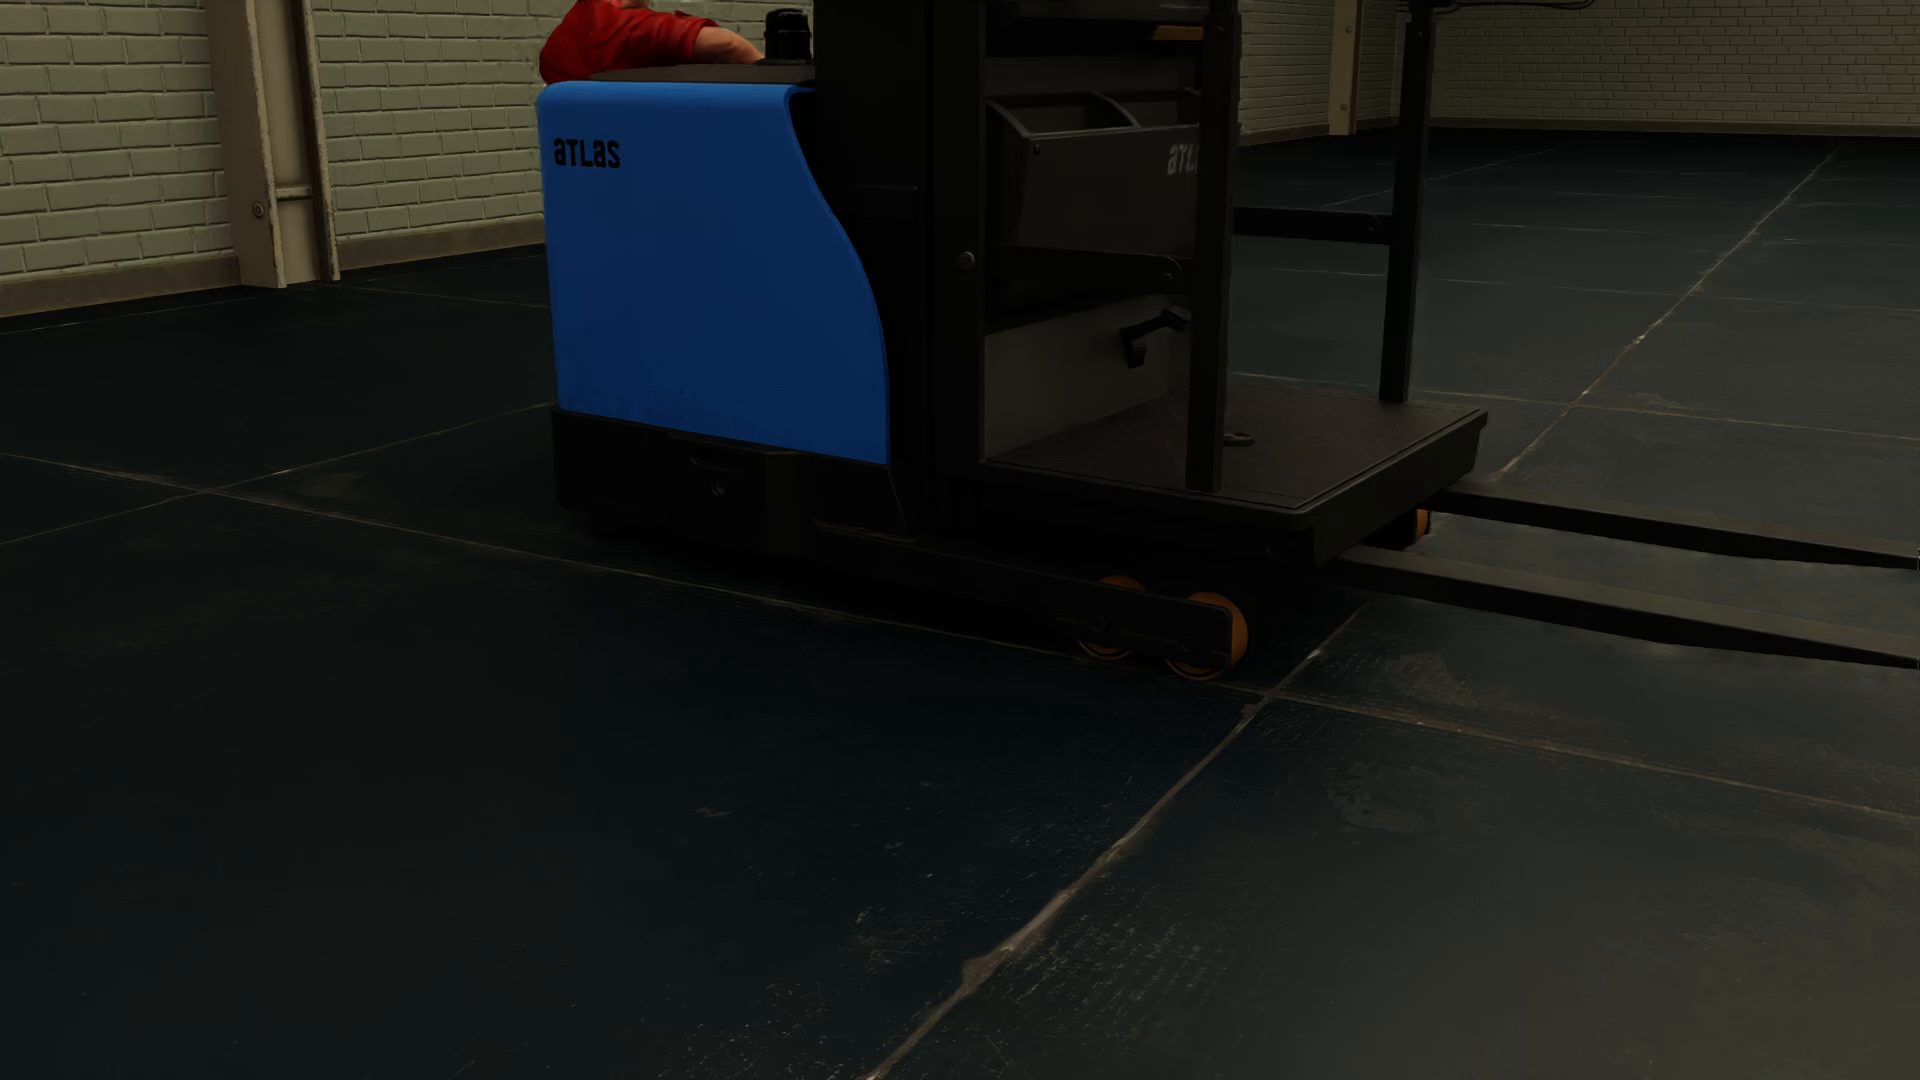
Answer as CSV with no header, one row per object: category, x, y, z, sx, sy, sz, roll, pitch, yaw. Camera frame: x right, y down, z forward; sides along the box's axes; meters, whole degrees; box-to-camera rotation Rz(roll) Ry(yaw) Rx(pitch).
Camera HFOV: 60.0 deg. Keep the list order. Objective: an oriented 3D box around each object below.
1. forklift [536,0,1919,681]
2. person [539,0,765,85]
forklift,0.509,-1.310,3.301,3.031,2.935,1.130,11,20,33
person,-0.802,-1.048,5.032,1.011,1.490,0.808,11,20,34
